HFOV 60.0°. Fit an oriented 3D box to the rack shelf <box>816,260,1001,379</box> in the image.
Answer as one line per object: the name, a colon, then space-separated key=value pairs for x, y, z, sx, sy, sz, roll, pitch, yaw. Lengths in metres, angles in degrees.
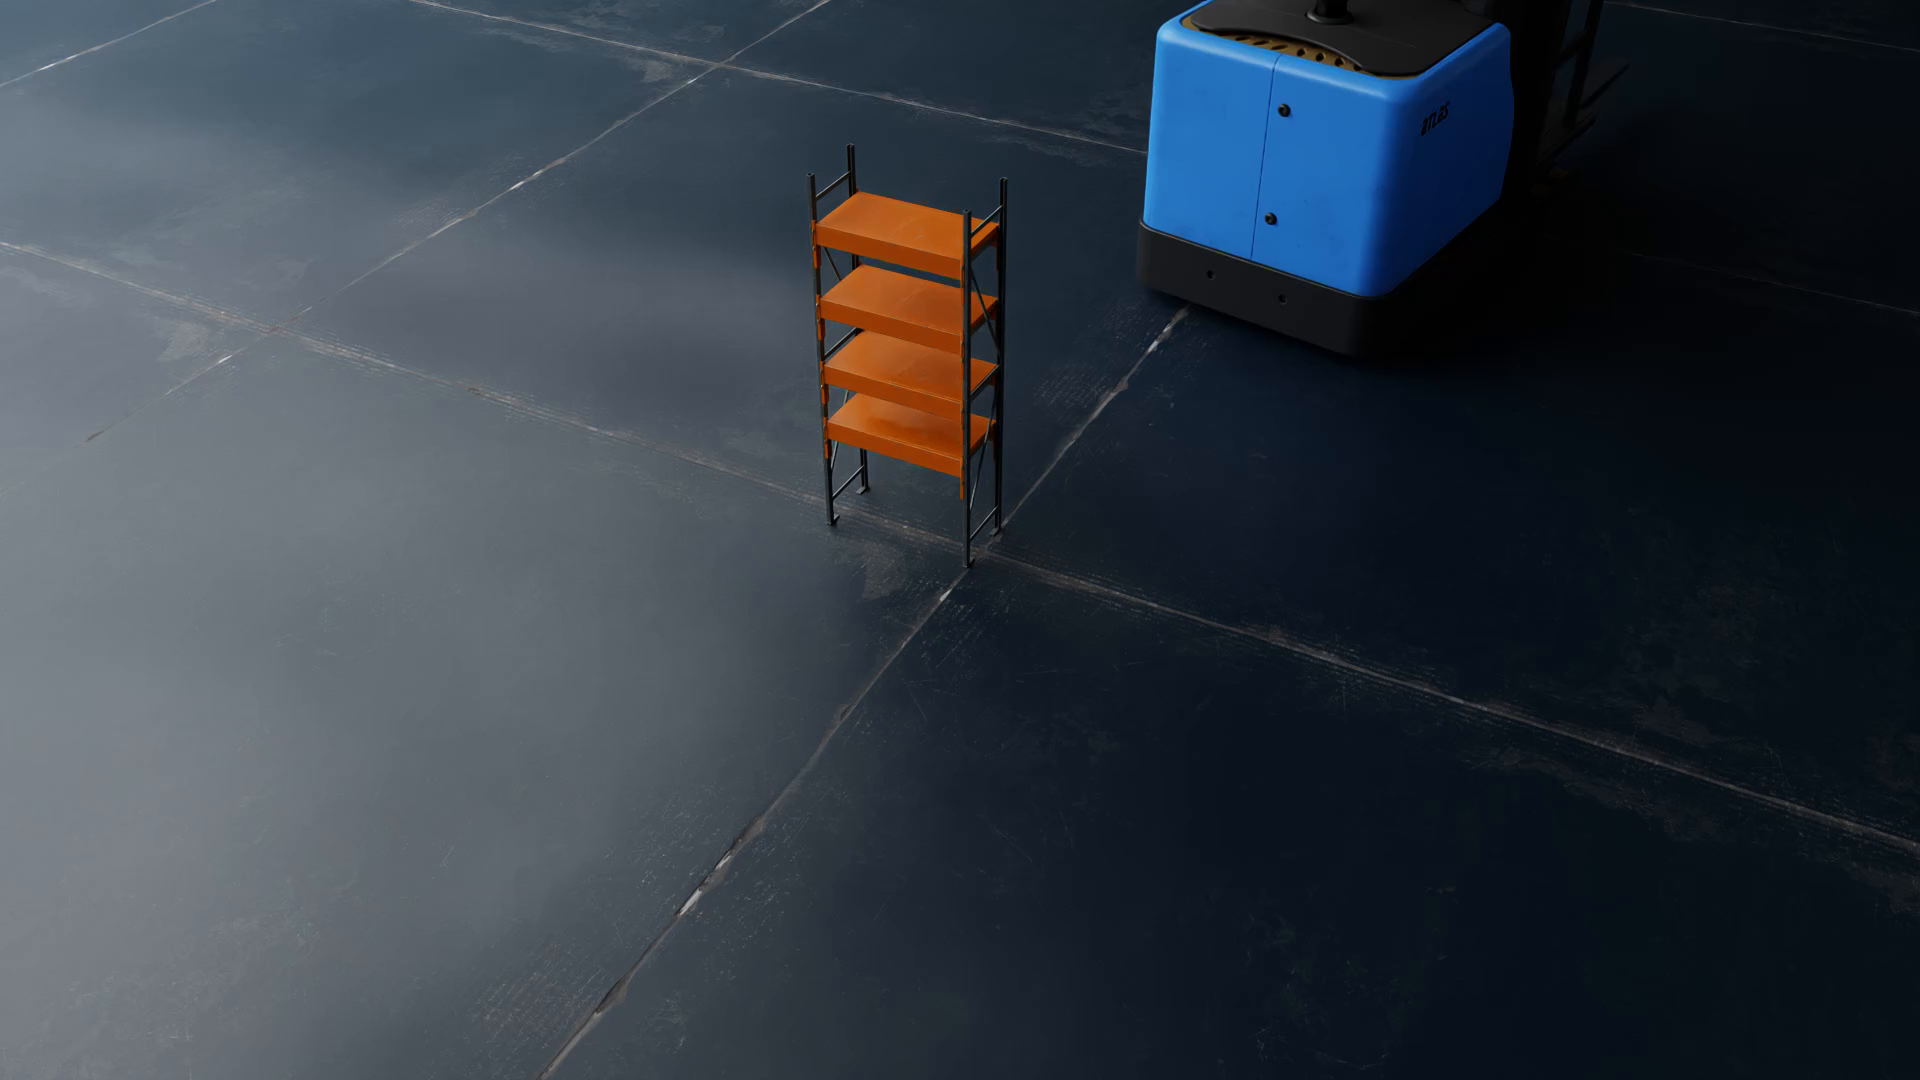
rack shelf: x=-0.147 y=-0.649 z=4.853 sx=0.480 sy=0.148 sz=0.258 roll=17 pitch=41 yaw=21

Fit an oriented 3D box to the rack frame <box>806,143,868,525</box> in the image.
rack frame: x=-0.364 y=-0.592 z=5.037 sx=0.015 sy=1.200 sz=0.240 roll=17 pitch=41 yaw=21

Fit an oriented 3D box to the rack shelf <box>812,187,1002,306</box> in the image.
rack shelf: x=-0.147 y=-0.837 z=4.710 sx=0.480 sy=0.148 sz=0.258 roll=17 pitch=41 yaw=21

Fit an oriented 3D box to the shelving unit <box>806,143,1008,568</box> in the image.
shelving unit: x=-0.147 y=-0.524 z=4.948 sx=0.503 sy=1.200 sz=0.258 roll=17 pitch=41 yaw=21

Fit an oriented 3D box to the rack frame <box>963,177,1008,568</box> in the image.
rack frame: x=0.070 y=-0.456 z=4.858 sx=0.015 sy=1.200 sz=0.240 roll=17 pitch=41 yaw=21

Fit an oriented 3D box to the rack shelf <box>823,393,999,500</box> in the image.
rack shelf: x=-0.147 y=-0.312 z=5.109 sx=0.480 sy=0.148 sz=0.258 roll=17 pitch=41 yaw=21

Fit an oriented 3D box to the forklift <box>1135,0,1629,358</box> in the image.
forklift: x=1.980 y=-2.659 z=6.329 sx=1.130 sy=2.935 sz=3.031 roll=25 pitch=44 yaw=29

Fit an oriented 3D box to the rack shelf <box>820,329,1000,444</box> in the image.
rack shelf: x=-0.147 y=-0.470 z=4.989 sx=0.480 sy=0.148 sz=0.258 roll=17 pitch=41 yaw=21
